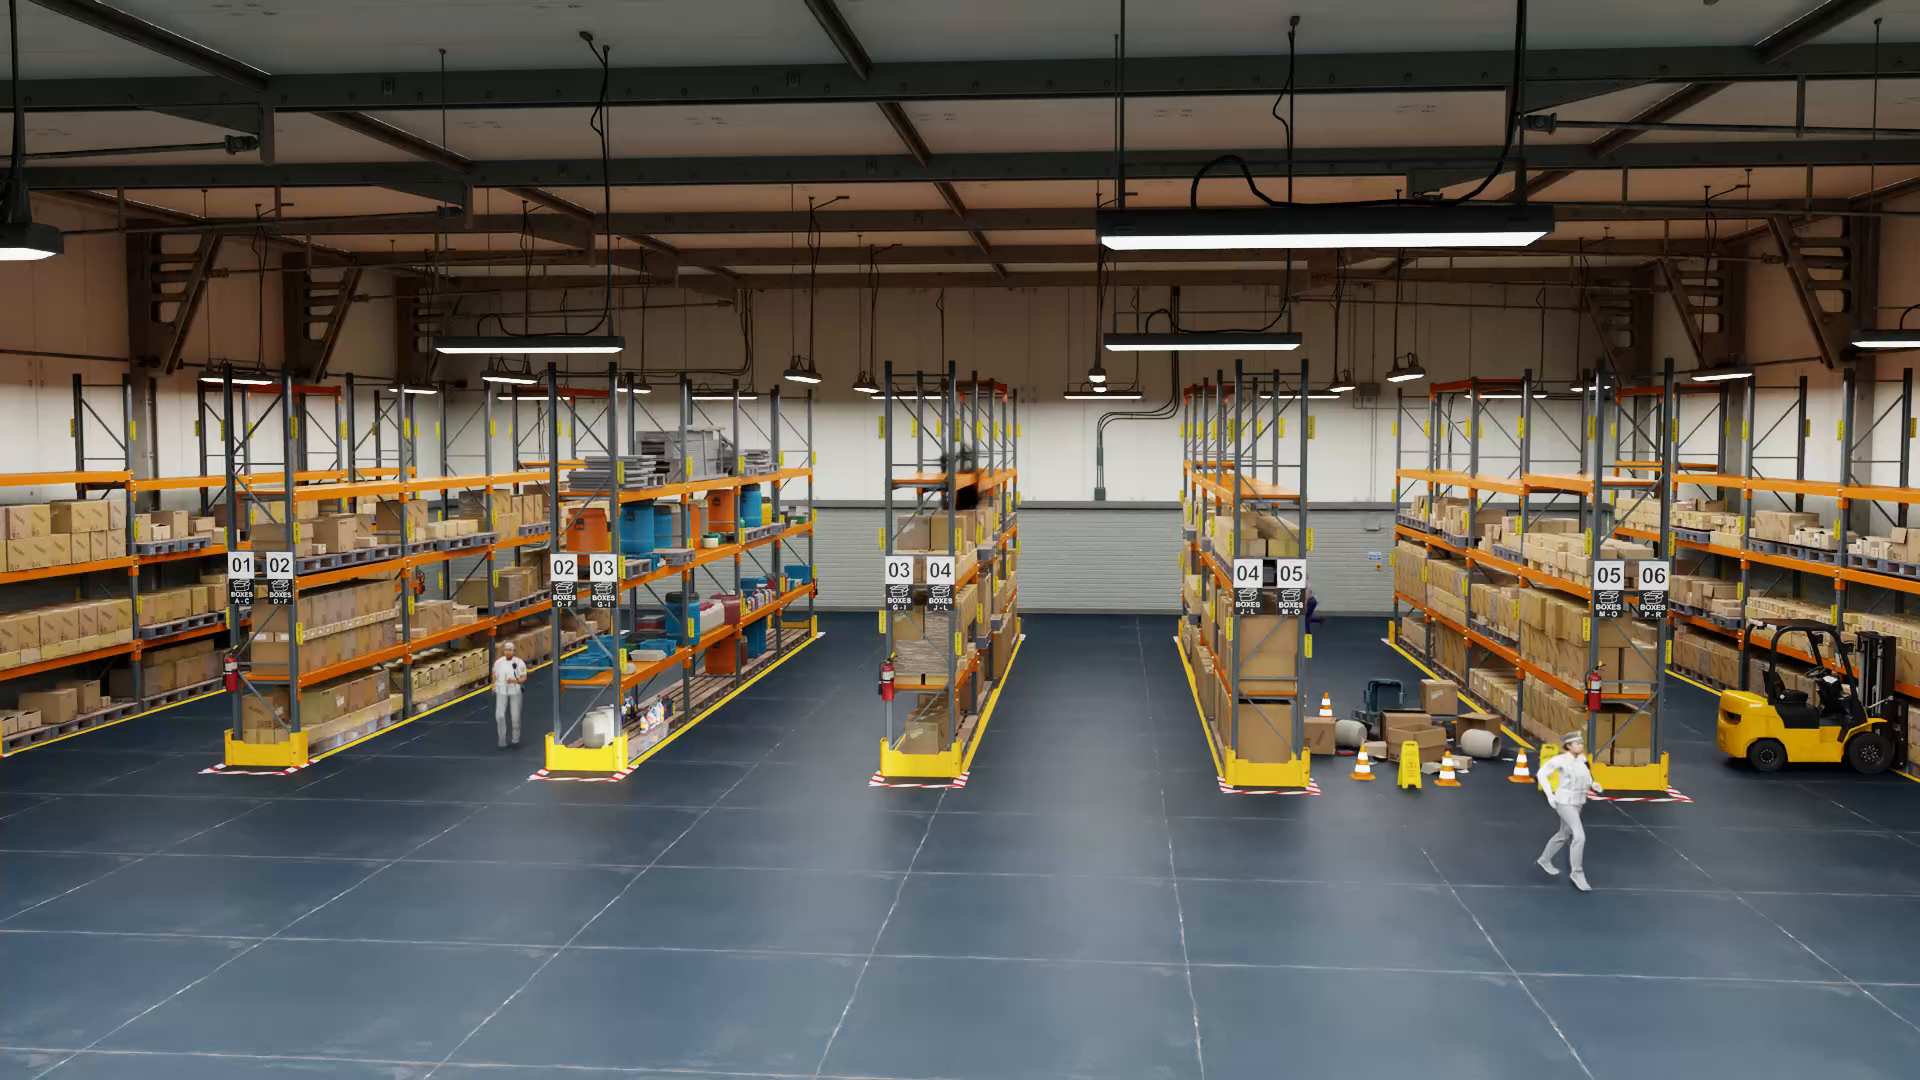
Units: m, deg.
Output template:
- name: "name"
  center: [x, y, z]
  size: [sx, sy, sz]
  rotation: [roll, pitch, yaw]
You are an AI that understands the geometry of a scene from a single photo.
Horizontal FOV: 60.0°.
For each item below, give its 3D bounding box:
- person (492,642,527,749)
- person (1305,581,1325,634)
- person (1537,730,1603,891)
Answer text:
- name: "person"
  center: [-7.123, 2.453, 26.250]
  size: [0.577, 1.679, 0.682]
  rotation: [0, 4, -7]
- name: "person"
  center: [8.554, 1.576, 40.543]
  size: [0.758, 1.593, 0.603]
  rotation: [0, 4, -4]
- name: "person"
  center: [6.742, 2.952, 18.408]
  size: [0.600, 1.743, 0.751]
  rotation: [-3, 5, -36]
